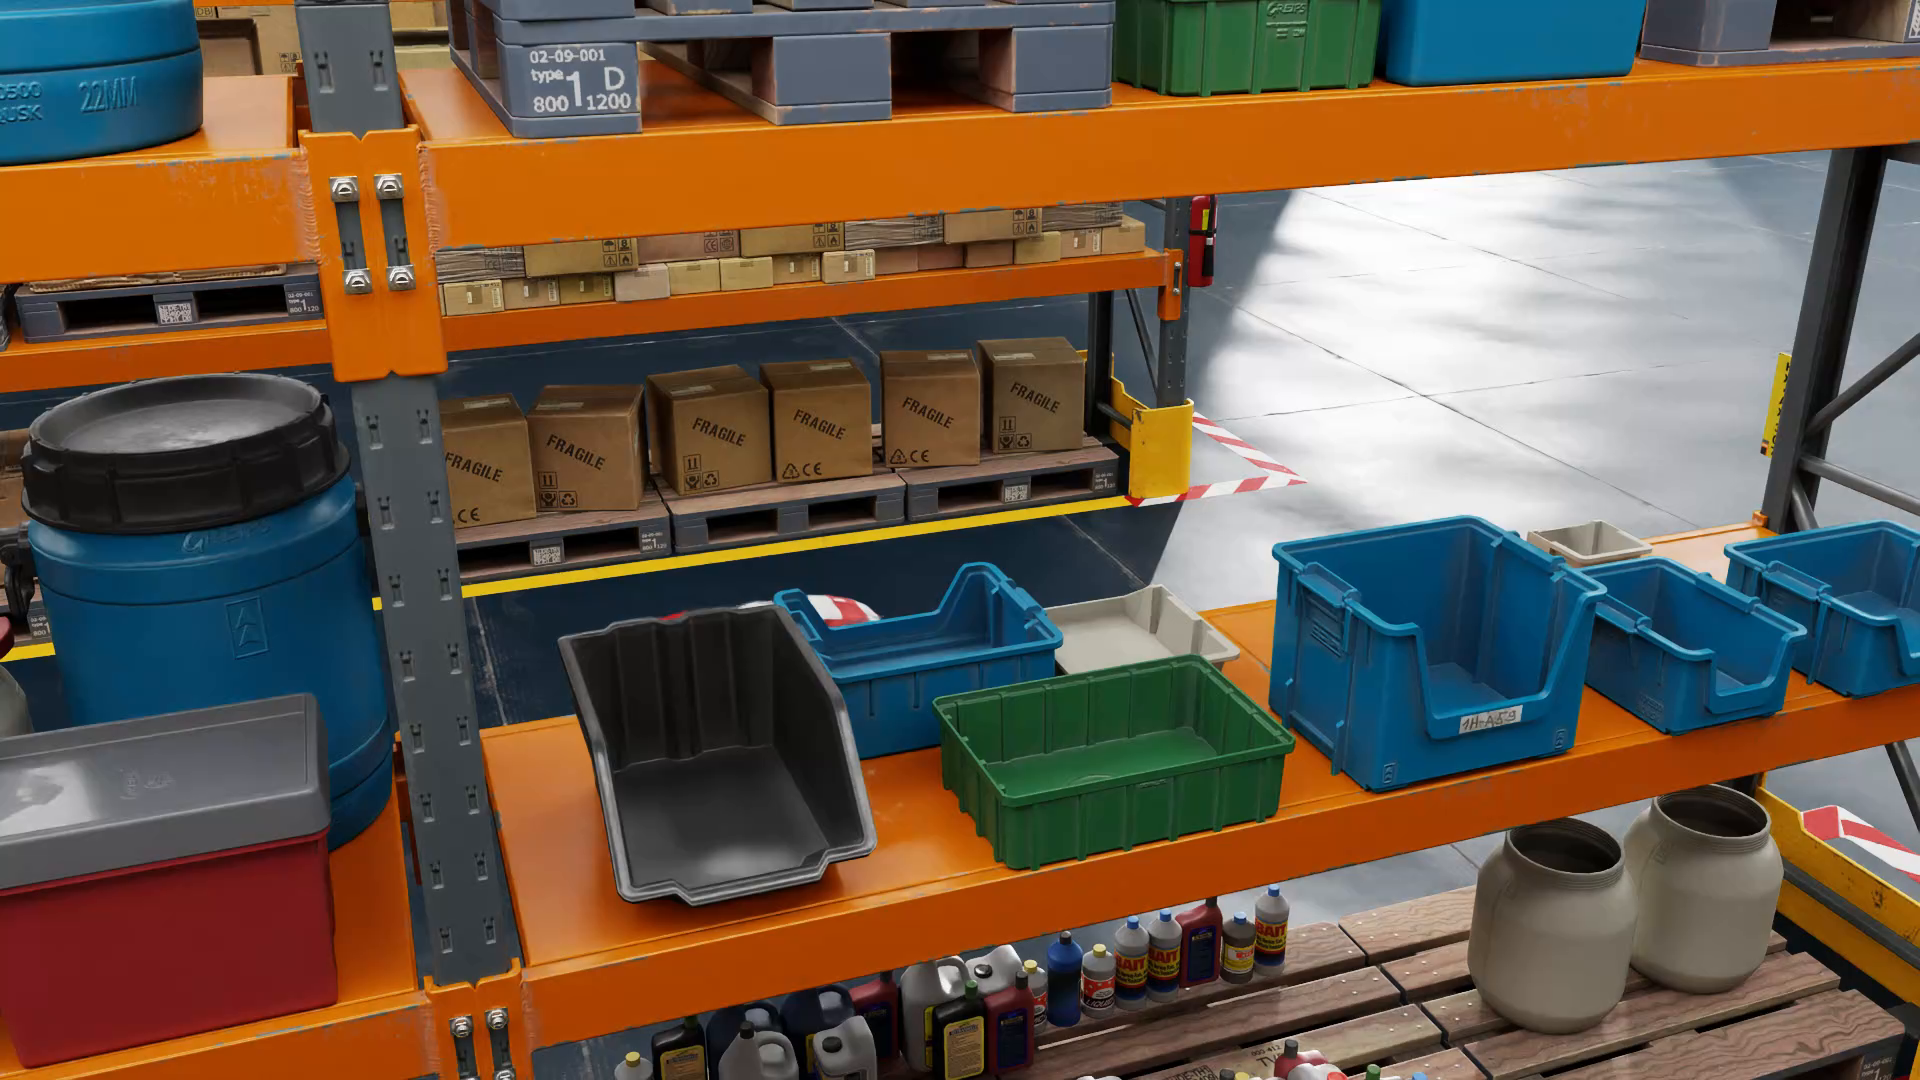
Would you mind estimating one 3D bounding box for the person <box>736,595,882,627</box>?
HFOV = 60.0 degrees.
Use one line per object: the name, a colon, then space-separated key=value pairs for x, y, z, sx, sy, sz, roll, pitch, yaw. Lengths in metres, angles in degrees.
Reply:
person: x=-0.673 y=0.609 z=5.948 sx=0.958 sy=0.798 sz=0.518 roll=-9 pitch=24 yaw=-21
